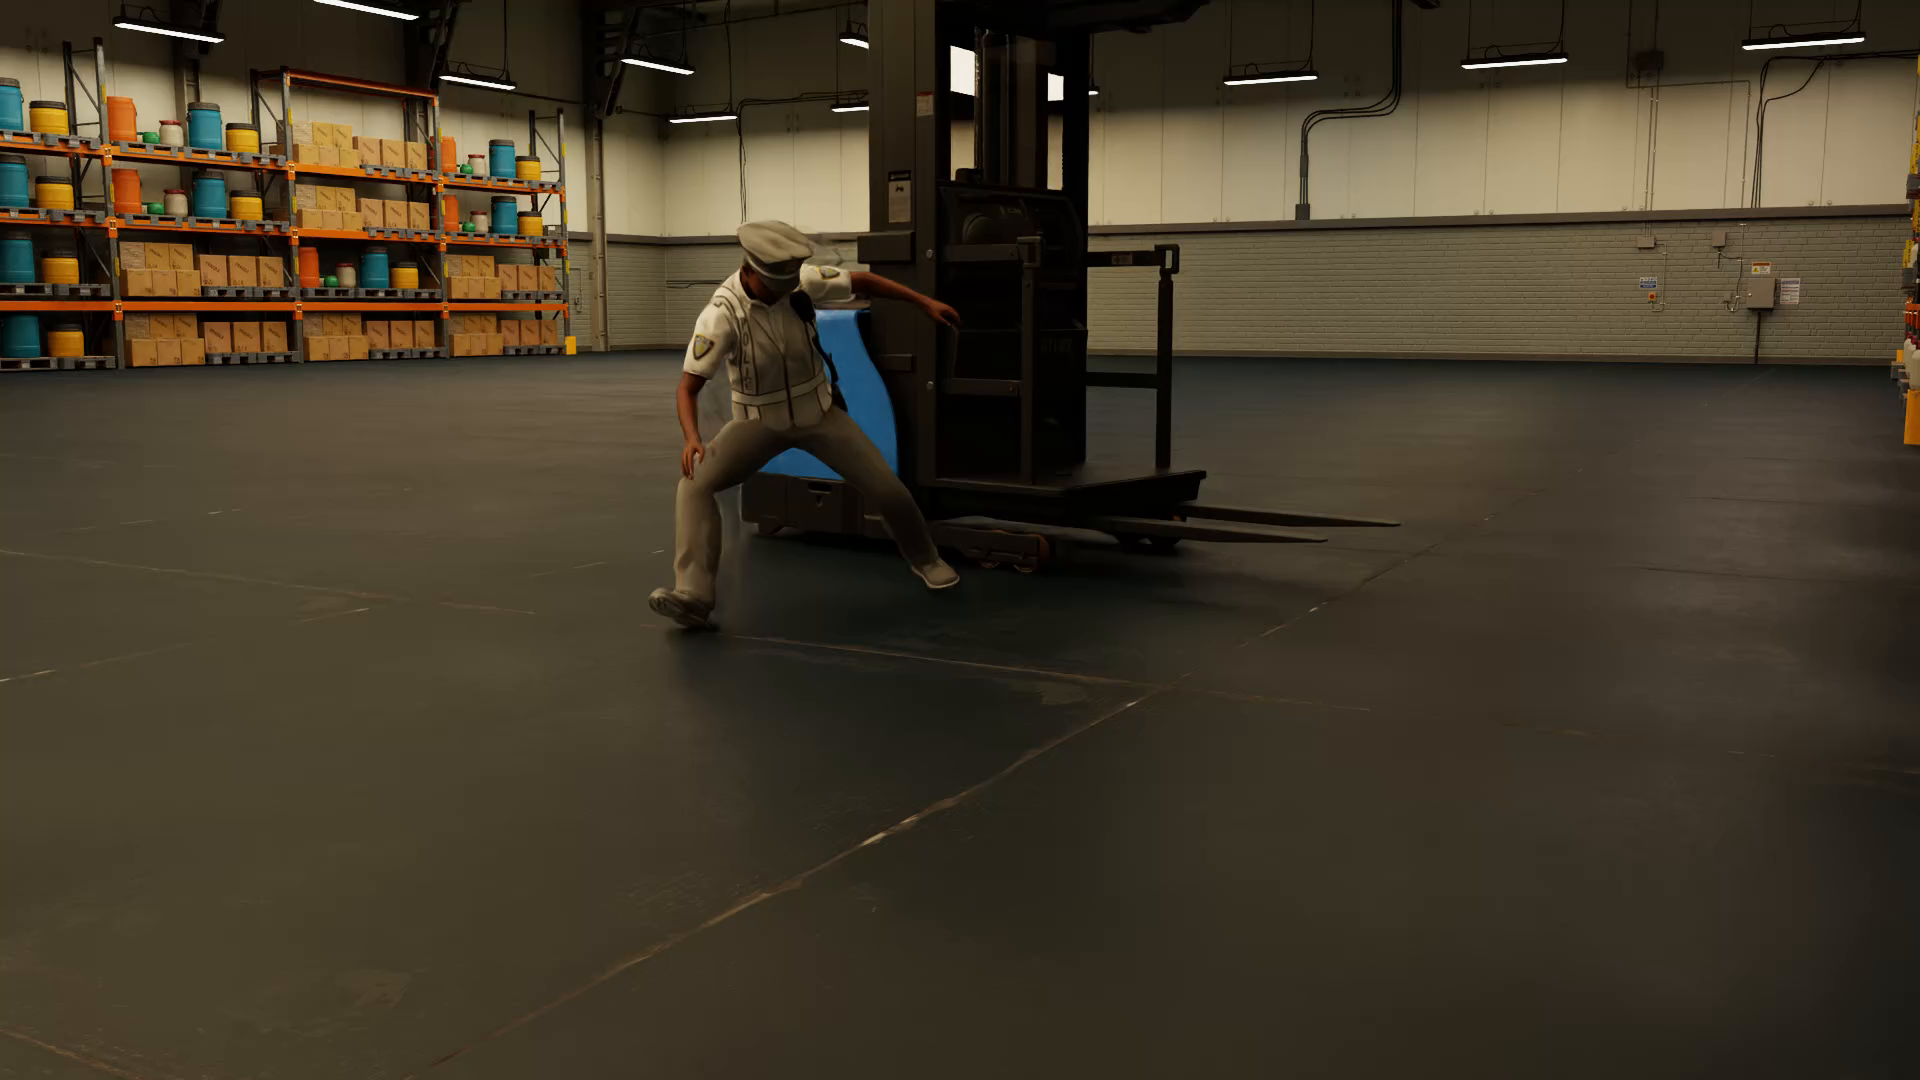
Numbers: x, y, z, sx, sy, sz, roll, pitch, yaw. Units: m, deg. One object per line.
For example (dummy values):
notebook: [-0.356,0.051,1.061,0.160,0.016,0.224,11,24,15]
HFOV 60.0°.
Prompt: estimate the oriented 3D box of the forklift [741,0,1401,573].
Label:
forklift: [0.400,-1.396,7.210,3.031,2.935,1.130,7,10,40]

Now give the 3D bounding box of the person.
person: [-0.533,-0.413,5.840,1.185,1.382,0.720,-2,8,-15]
